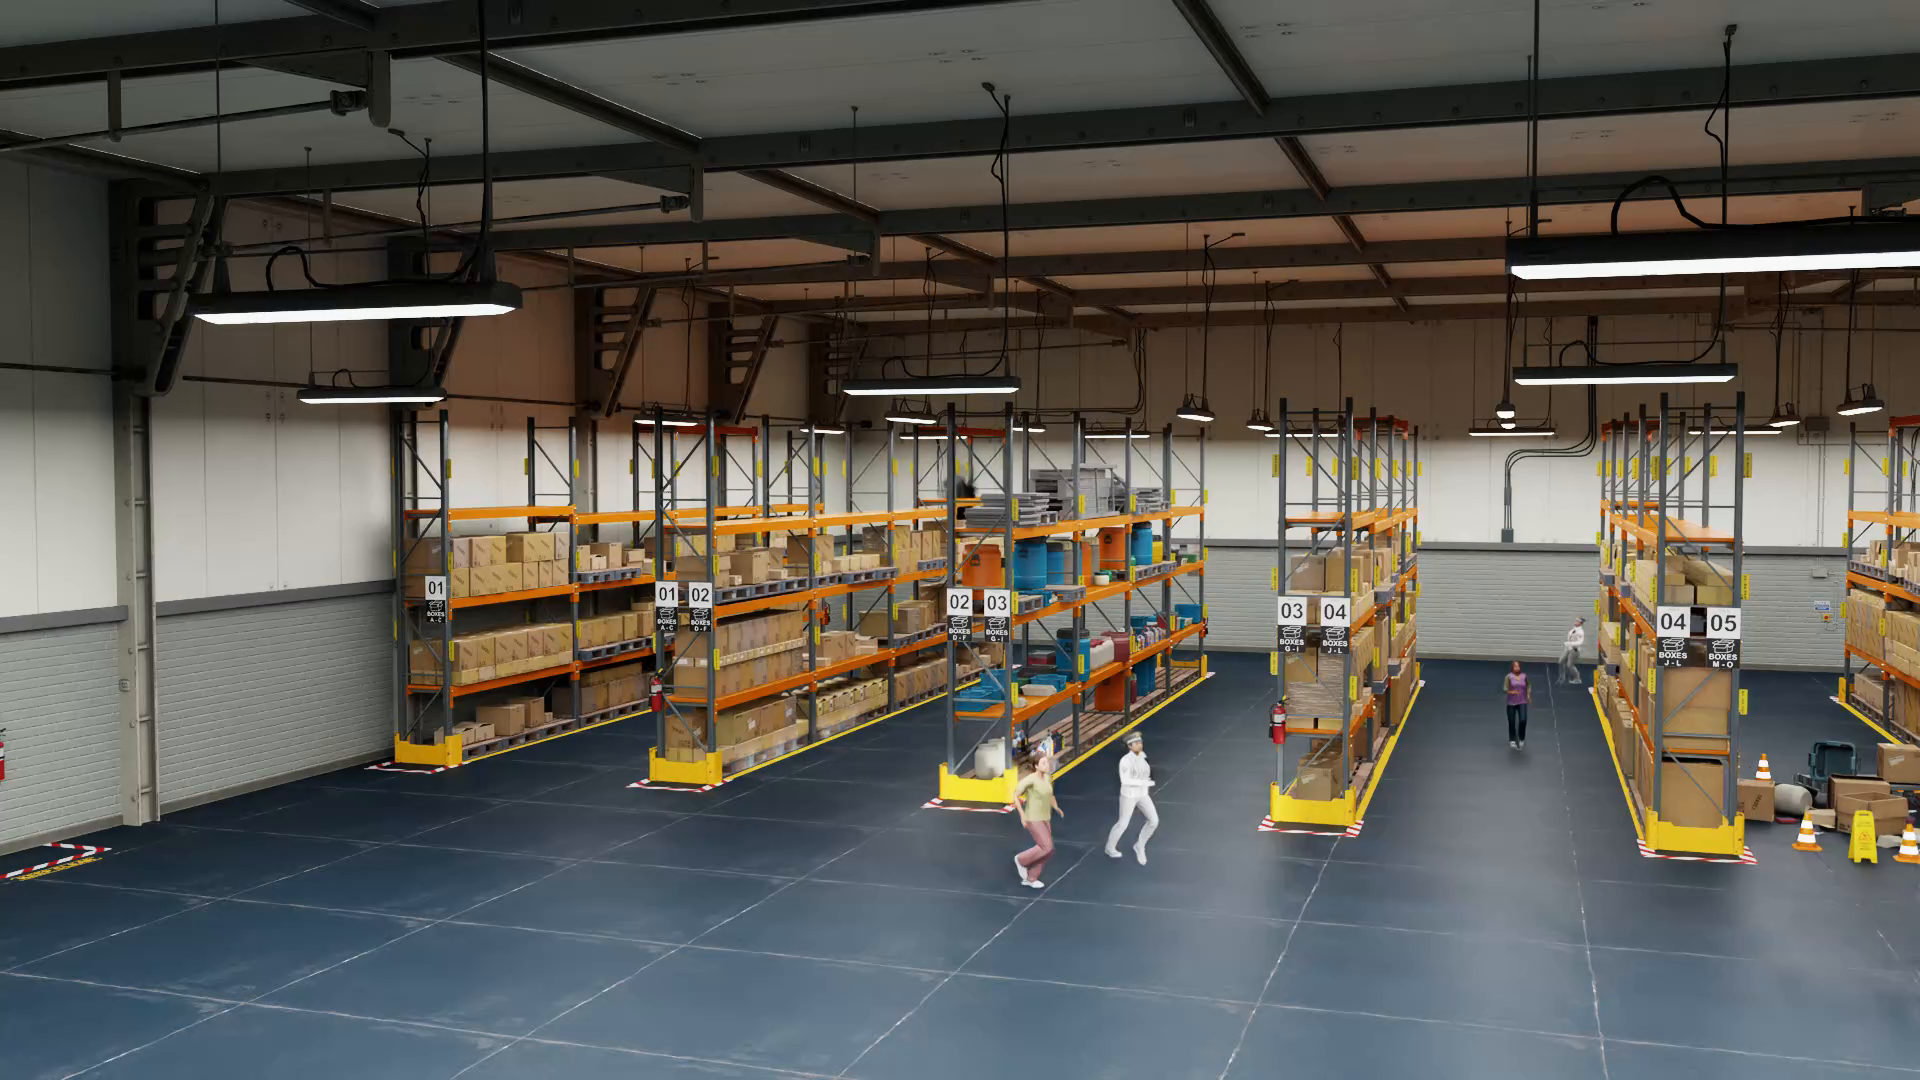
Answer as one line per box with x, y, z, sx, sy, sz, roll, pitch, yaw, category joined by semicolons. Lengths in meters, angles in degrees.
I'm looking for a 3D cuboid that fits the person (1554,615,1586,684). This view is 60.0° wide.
14.102;2.555;38.352;0.569;1.677;0.733;0;2;2;person

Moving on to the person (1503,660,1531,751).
9.892;2.933;29.519;0.509;1.591;0.657;1;3;12;person

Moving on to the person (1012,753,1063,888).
0.943;3.391;19.811;0.576;1.522;0.570;2;3;42;person

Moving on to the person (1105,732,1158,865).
2.251;3.249;21.064;0.533;1.693;0.834;-2;3;-36;person
